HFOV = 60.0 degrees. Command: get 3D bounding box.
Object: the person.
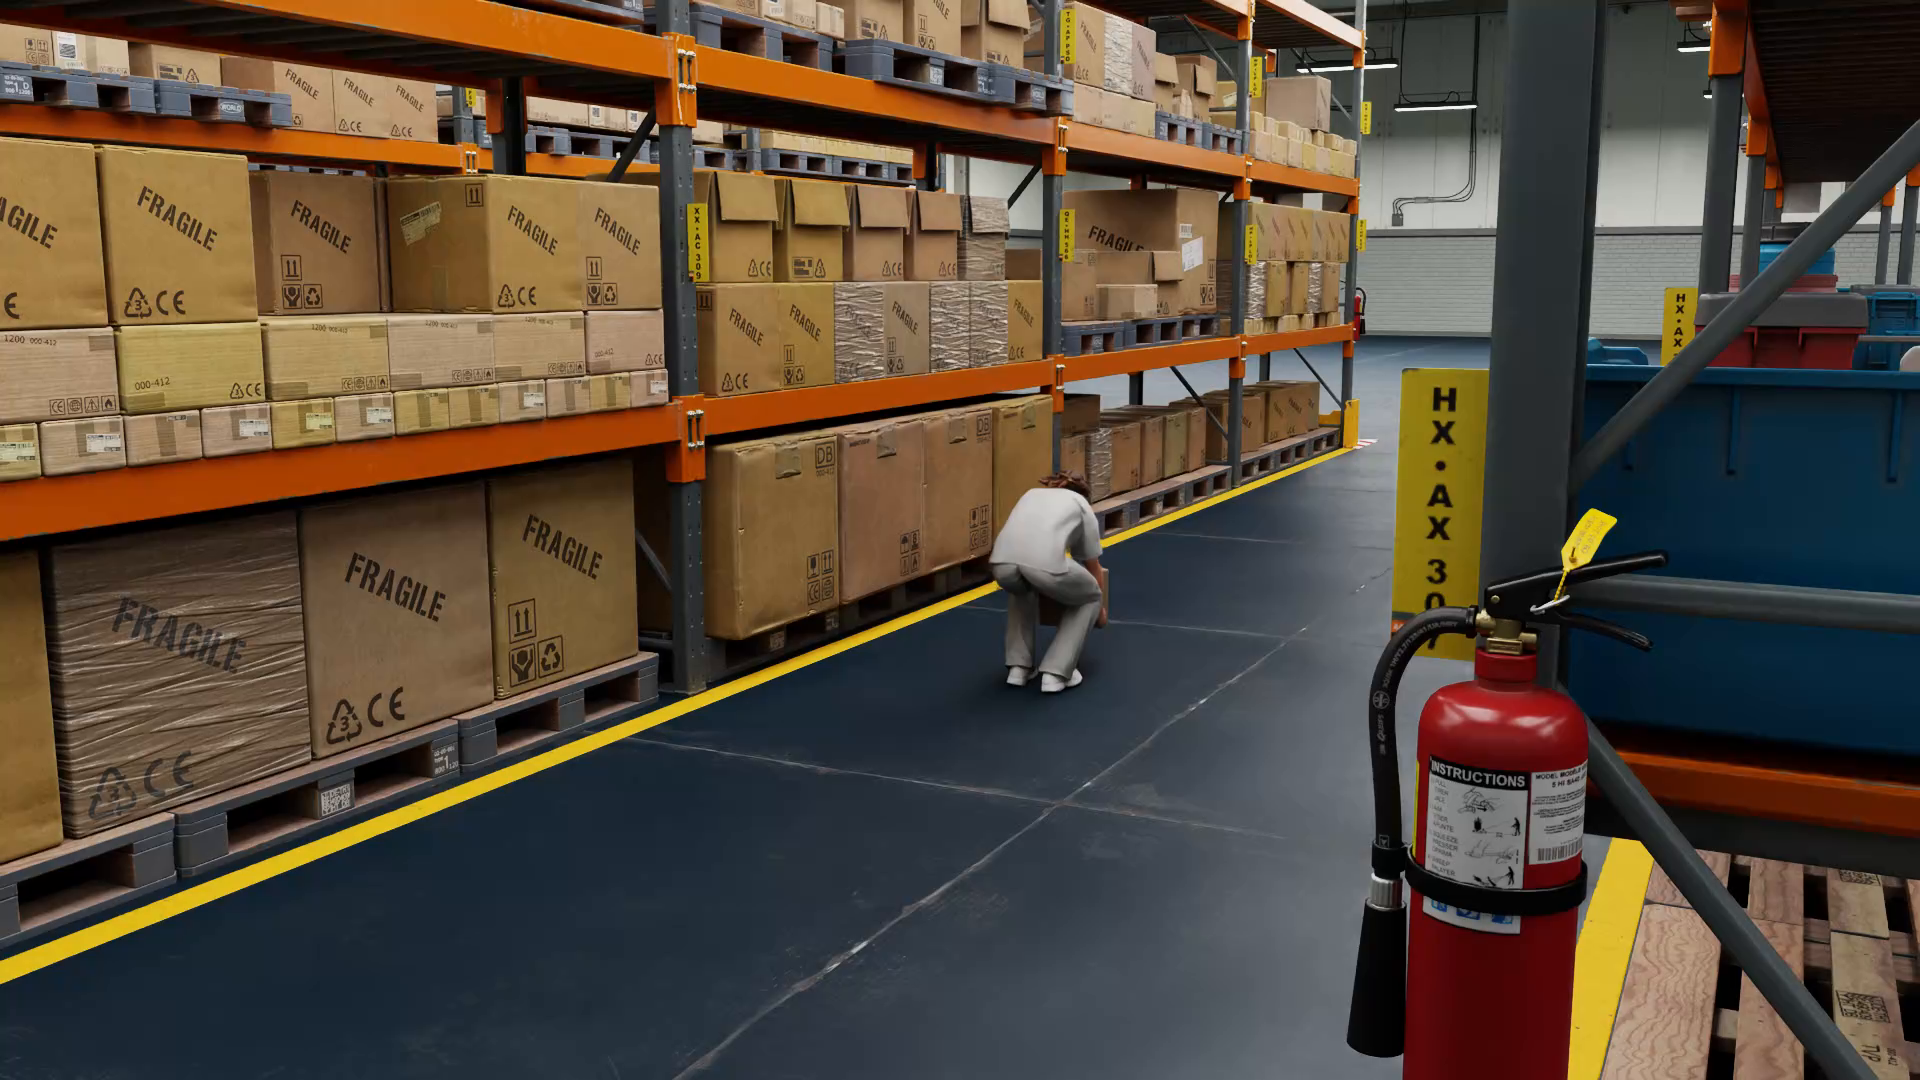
[{"bbox_3d":[0.415,0.173,7.605,0.459,0.946,0.841,4,10,24],"label":"person"}]
